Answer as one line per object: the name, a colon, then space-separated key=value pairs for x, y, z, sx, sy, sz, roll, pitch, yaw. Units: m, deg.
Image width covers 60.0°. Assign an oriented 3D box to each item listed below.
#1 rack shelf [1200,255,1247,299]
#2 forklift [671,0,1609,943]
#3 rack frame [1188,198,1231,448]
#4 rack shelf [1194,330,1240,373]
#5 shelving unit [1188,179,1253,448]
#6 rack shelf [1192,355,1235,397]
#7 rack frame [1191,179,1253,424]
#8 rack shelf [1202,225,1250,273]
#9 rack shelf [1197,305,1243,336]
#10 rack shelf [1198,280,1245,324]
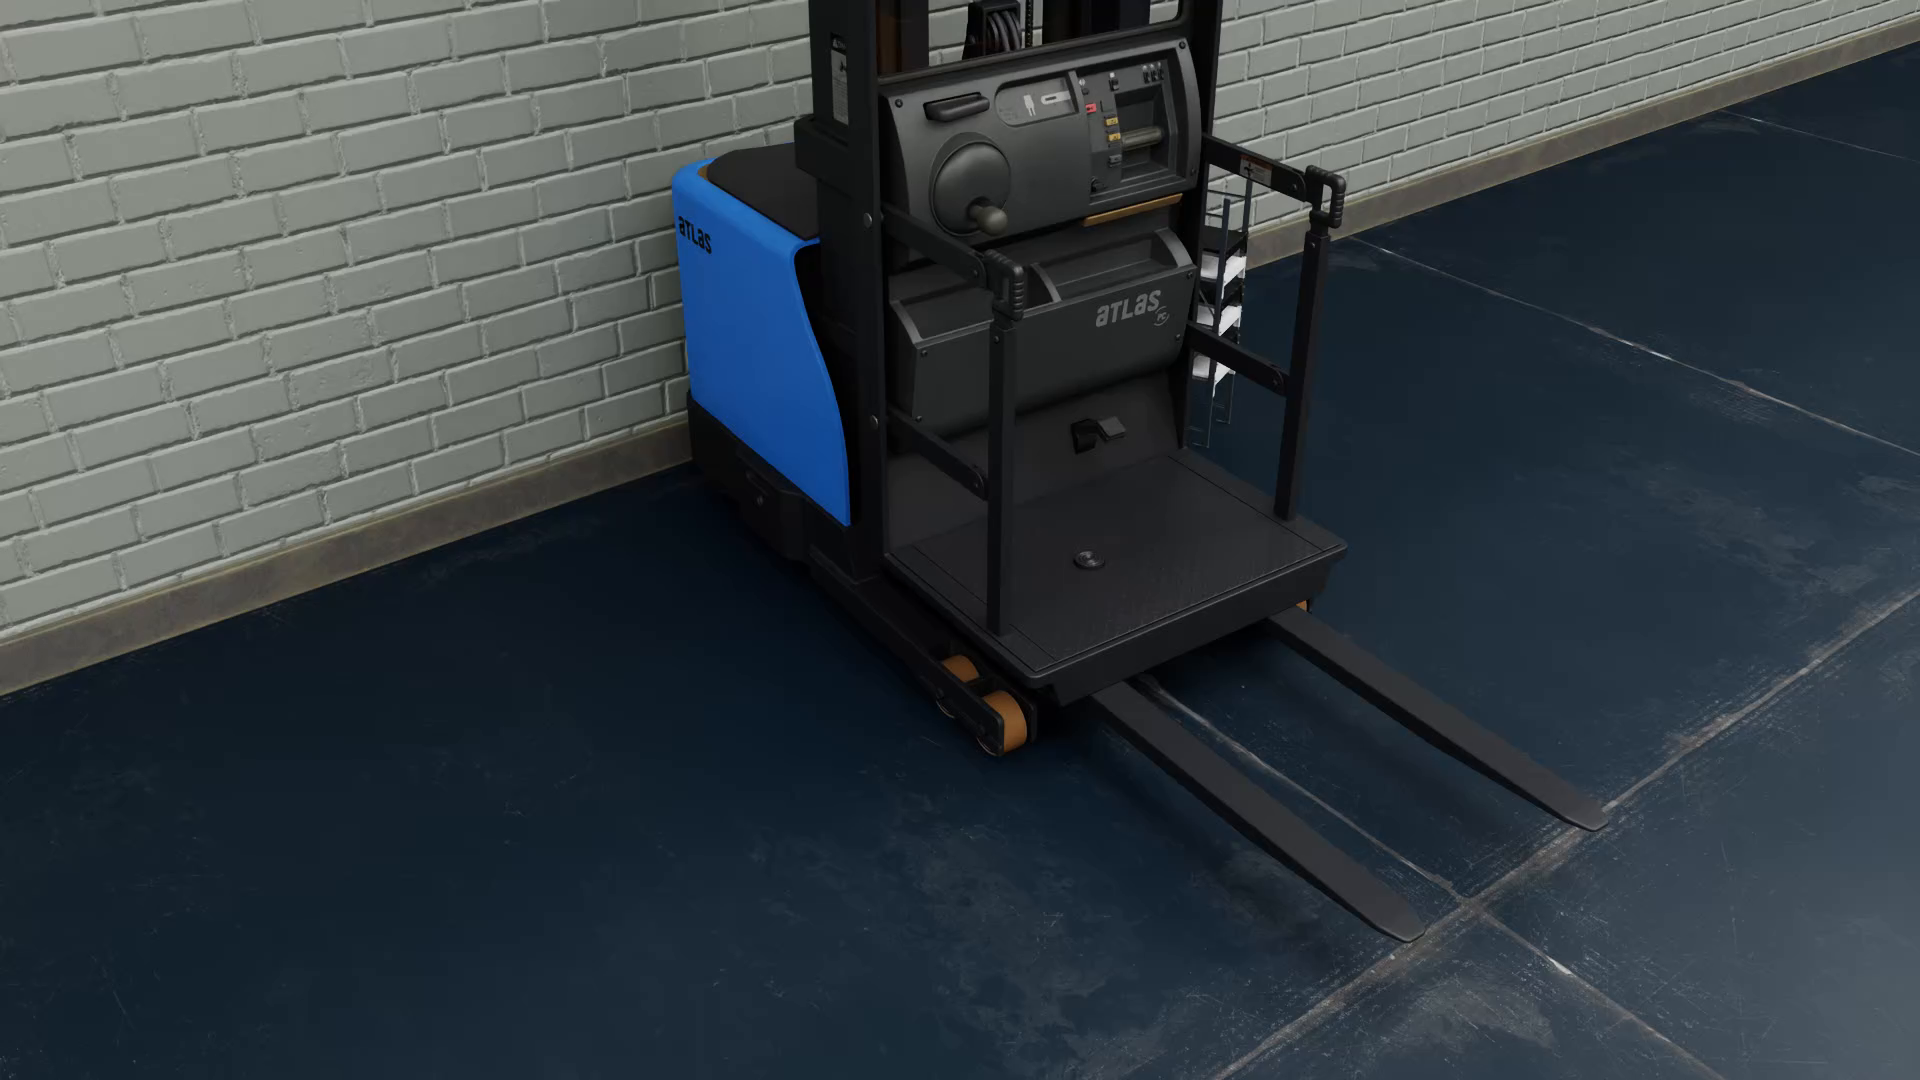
rack shelf: x=0.804 y=-0.903 z=5.573 sx=0.258 sy=0.077 sz=0.200 roll=16 pitch=35 yaw=24
forklift: x=0.354 y=-0.973 z=4.038 sx=1.130 sy=2.935 sz=3.031 roll=-20 pitch=37 yaw=-29
rack frame: x=0.755 y=-0.731 z=5.574 sx=0.240 sy=0.900 sz=0.006 roll=16 pitch=35 yaw=24
rack shelf: x=0.804 y=-0.673 z=5.715 sx=0.258 sy=0.077 sz=0.200 roll=16 pitch=35 yaw=24
shelving unit: x=0.804 y=-0.778 z=5.650 sx=0.258 sy=0.900 sz=0.210 roll=16 pitch=35 yaw=24
rack shelf: x=0.804 y=-0.597 z=5.763 sx=0.258 sy=0.077 sz=0.200 roll=16 pitch=35 yaw=24
rack frame: x=0.853 y=-0.825 z=5.726 sx=0.240 sy=0.900 sz=0.006 roll=16 pitch=35 yaw=24
rack shelf: x=0.804 y=-0.979 z=5.525 sx=0.258 sy=0.077 sz=0.200 roll=16 pitch=35 yaw=24
rack shelf: x=0.804 y=-0.750 z=5.668 sx=0.258 sy=0.077 sz=0.200 roll=16 pitch=35 yaw=24
rack shelf: x=0.804 y=-0.826 z=5.620 sx=0.258 sy=0.077 sz=0.200 roll=16 pitch=35 yaw=24
